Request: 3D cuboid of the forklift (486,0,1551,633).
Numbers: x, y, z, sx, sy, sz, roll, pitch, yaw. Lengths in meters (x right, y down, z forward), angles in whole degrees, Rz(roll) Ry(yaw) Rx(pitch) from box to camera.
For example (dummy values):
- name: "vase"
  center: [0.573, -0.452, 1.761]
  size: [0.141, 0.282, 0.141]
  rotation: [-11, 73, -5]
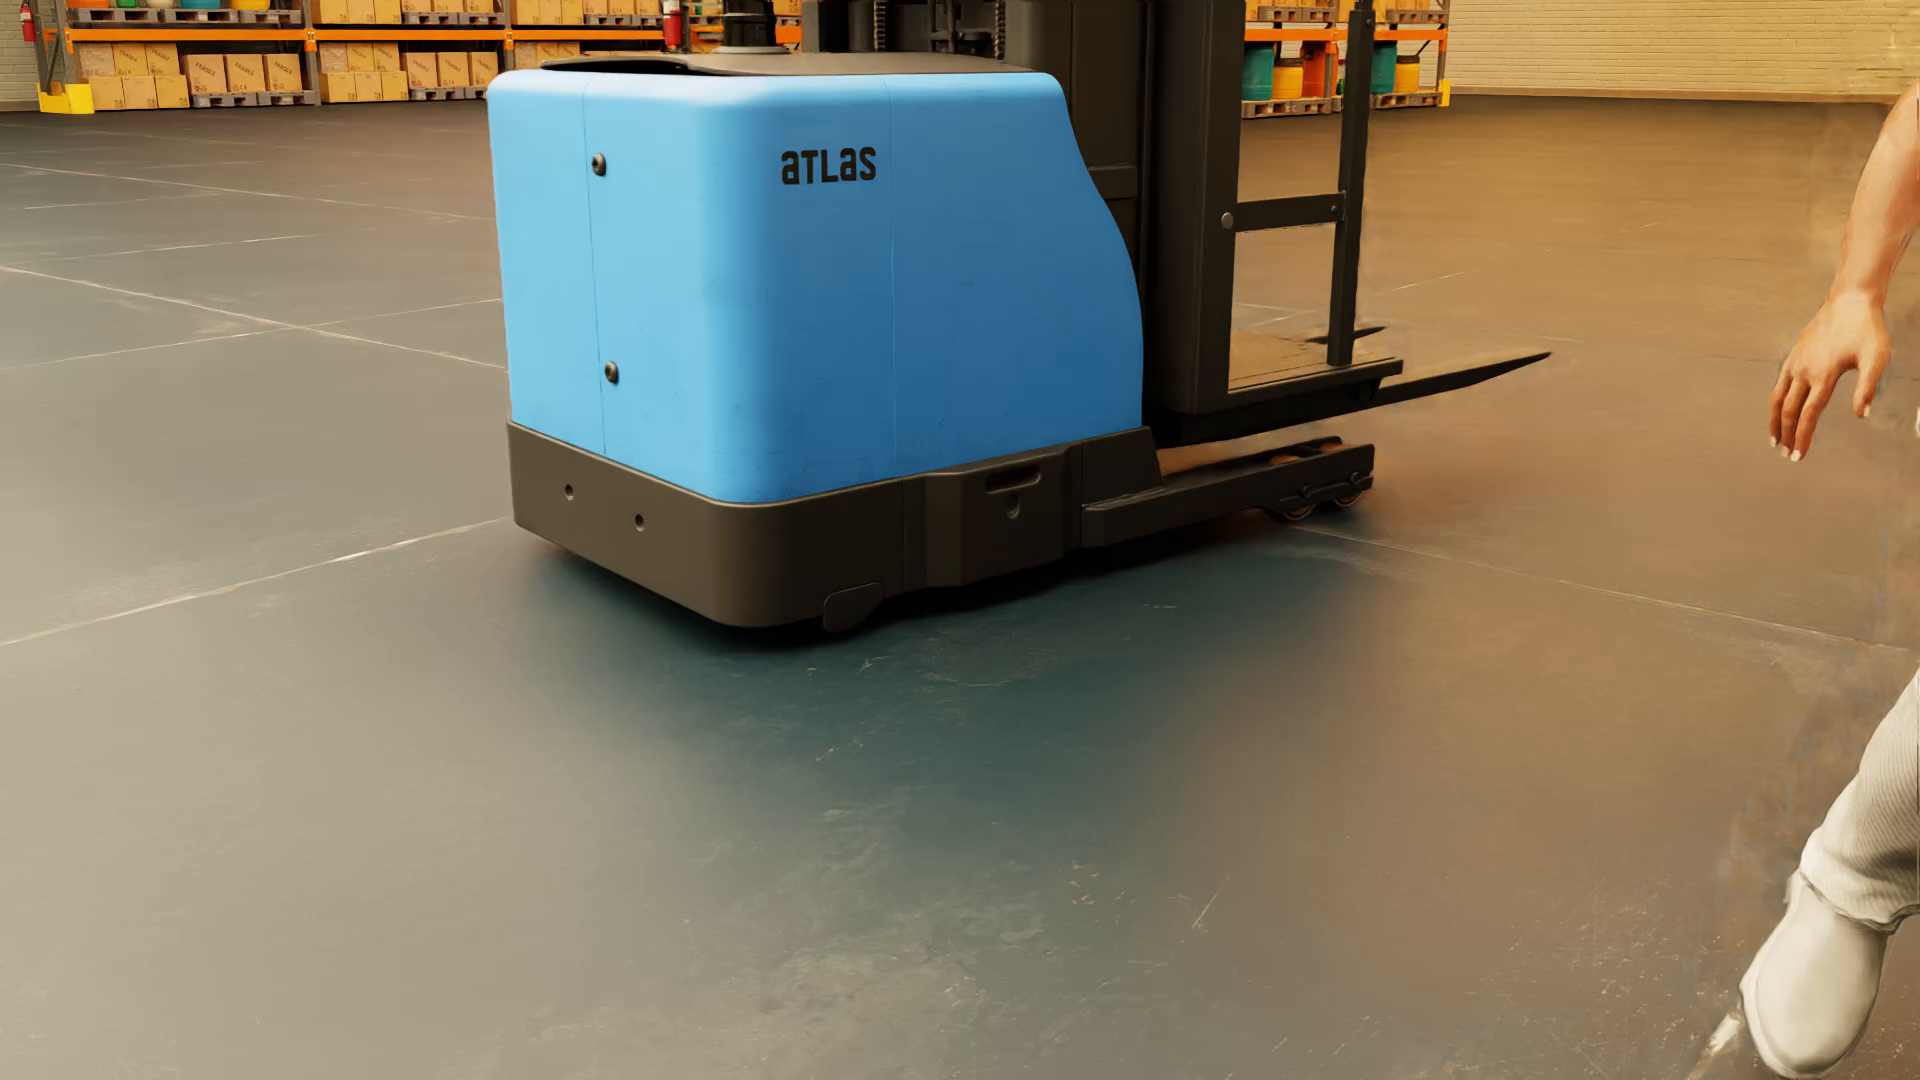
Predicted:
- name: "forklift"
  center: [0.423, -1.553, 4.012]
  size: [3.031, 2.935, 1.130]
  rotation: [-14, 22, -38]

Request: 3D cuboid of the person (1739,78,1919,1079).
- name: "person"
  center: [1.272, -0.067, 1.660]
  size: [0.835, 1.523, 0.683]
  rotation: [7, 18, 22]
